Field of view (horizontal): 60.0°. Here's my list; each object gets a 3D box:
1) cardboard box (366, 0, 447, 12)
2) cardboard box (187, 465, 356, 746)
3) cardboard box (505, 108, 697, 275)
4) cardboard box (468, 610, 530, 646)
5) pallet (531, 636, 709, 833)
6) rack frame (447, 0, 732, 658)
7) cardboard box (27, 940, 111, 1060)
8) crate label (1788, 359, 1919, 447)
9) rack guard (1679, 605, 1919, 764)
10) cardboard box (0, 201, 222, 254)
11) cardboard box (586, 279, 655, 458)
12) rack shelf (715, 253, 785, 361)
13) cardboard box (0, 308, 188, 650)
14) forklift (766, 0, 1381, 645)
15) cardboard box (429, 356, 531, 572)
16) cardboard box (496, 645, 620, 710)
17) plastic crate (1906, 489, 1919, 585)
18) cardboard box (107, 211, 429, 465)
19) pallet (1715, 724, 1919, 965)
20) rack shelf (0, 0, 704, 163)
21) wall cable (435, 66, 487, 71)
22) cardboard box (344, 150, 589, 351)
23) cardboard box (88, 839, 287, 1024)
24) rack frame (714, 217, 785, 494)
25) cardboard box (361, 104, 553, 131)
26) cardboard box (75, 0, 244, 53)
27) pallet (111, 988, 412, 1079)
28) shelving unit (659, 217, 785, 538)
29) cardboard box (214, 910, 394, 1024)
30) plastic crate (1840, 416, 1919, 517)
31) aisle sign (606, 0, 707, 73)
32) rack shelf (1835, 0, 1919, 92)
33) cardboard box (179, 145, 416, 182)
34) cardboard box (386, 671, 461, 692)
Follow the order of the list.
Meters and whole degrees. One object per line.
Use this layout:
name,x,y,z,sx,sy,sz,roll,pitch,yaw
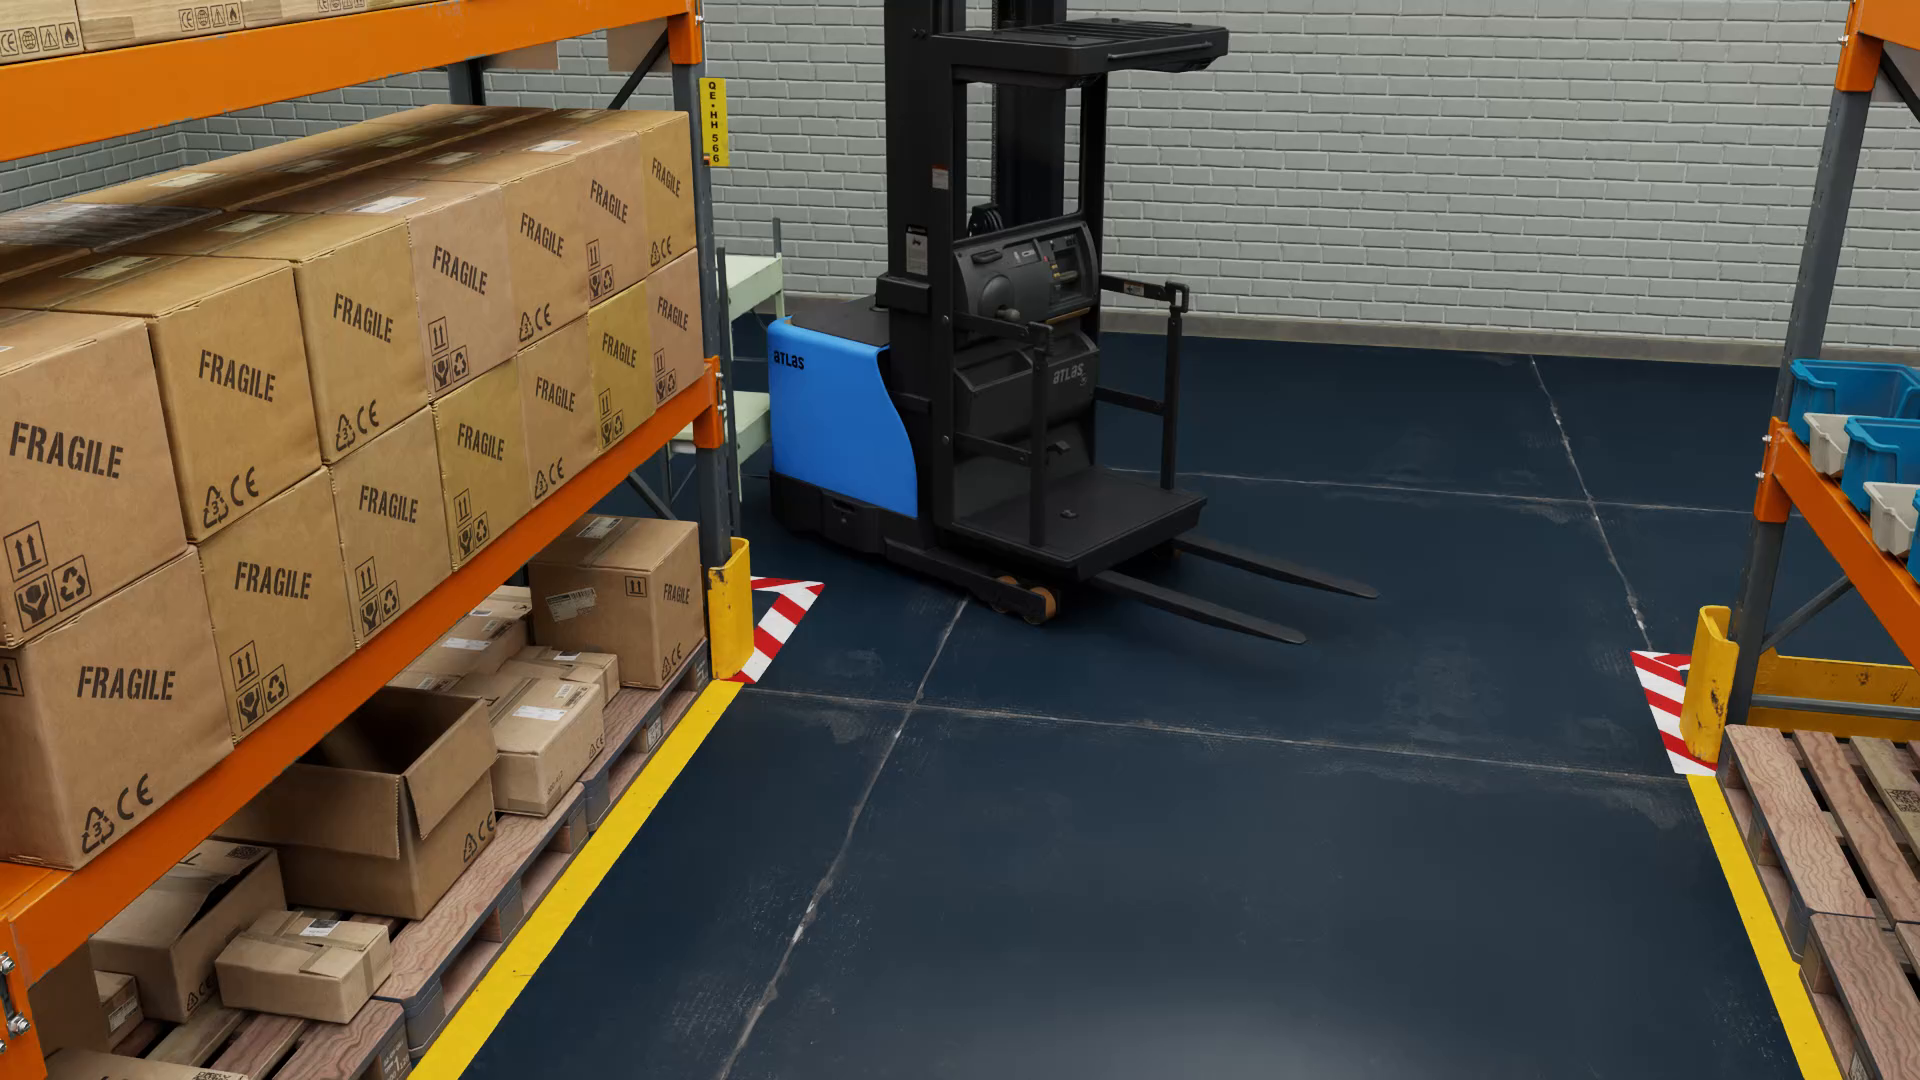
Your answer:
cardboard box,-1.633,-1.508,4.269,0.500,0.250,0.500,4,22,11
cardboard box,-1.810,0.121,3.903,0.500,0.500,0.500,5,22,12
cardboard box,-1.288,-1.269,6.016,0.500,0.500,0.500,4,22,10
cardboard box,-1.939,0.386,6.583,0.380,0.166,0.250,4,22,11
pallet,-1.643,0.671,6.406,1.003,0.211,1.213,4,22,11
rack frame,-1.466,-0.942,6.678,1.000,3.000,0.127,4,22,11
cardboard box,-2.444,1.246,4.001,0.500,0.500,0.500,4,22,11
crate label,3.010,-0.448,5.595,0.416,0.233,0.303,4,22,11
rack guard,3.374,0.587,6.228,1.175,0.500,0.348,4,22,11
cardboard box,-2.228,-0.566,4.271,0.500,0.500,0.500,5,22,11
cardboard box,-1.393,-0.614,5.729,0.500,0.500,0.500,5,22,11
rack shelf,-1.190,-1.168,8.196,0.431,0.370,0.720,5,22,14
cardboard box,-1.911,-0.140,3.215,0.500,0.500,0.500,5,22,12
forklift,0.469,-1.203,7.418,3.031,2.935,1.130,18,28,38
cardboard box,-1.604,-0.248,4.819,0.500,0.500,0.500,4,22,10
cardboard box,-1.507,0.527,6.234,0.380,0.166,0.250,4,22,11
plastic crate,2.741,0.033,4.399,0.416,0.233,0.300,4,22,11
cardboard box,-1.700,-0.517,4.150,0.500,0.500,0.500,4,22,9
pallet,3.176,1.029,5.516,1.003,0.211,1.213,4,22,11
rack shelf,-1.874,-1.268,4.436,1.077,0.370,4.000,4,22,11
wall cable,-4.812,-4.702,12.140,3.097,2.526,0.112,4,22,11
cardboard box,-1.491,-0.894,5.085,0.500,0.500,0.500,5,22,12
cardboard box,-2.291,1.060,4.718,0.500,0.311,0.500,4,22,11
rack frame,-1.094,-0.938,8.670,0.400,1.500,0.023,5,22,14
cardboard box,-1.815,-1.310,6.119,0.500,0.500,0.500,5,23,13
cardboard box,-1.835,-1.143,3.361,0.500,0.250,0.500,4,22,11
pallet,-2.141,1.563,4.190,1.003,0.211,1.213,4,22,11
shelving unit,-1.187,-0.806,8.341,0.431,1.500,0.755,5,22,14
cardboard box,-1.818,1.177,4.620,0.380,0.166,0.250,4,22,11
plastic crate,2.875,-0.207,4.997,0.416,0.233,0.300,4,22,11
aisle sign,-1.152,-2.150,6.196,0.394,0.787,0.004,4,22,11
rack shelf,2.974,-0.889,3.495,1.077,0.370,4.000,4,22,11
cardboard box,-2.021,-0.936,5.190,0.500,0.500,0.500,5,22,12
cardboard box,-2.059,0.672,5.761,0.500,0.250,0.500,4,22,11
